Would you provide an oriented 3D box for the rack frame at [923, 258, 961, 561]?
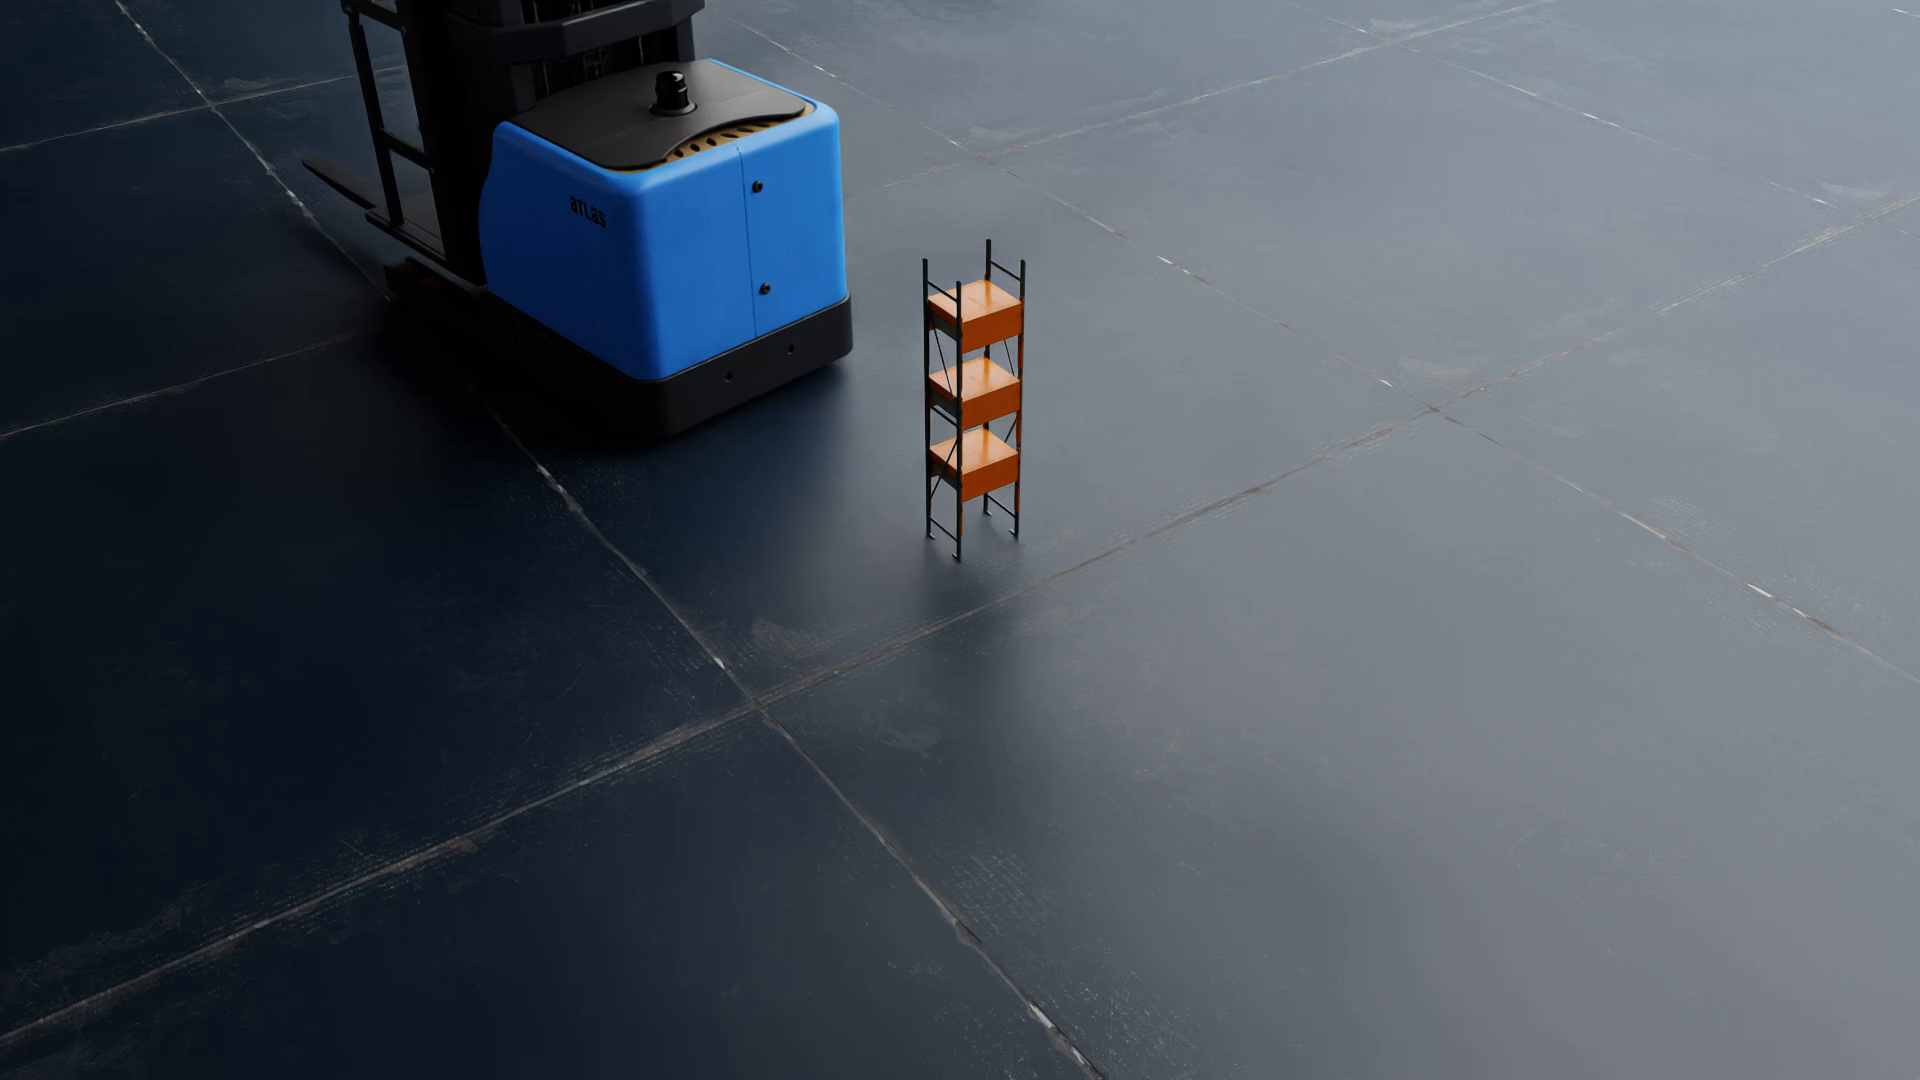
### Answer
[{"bbox_3d":[-0.056,-0.403,5.411,0.008,1.050,0.200,-22,41,-28],"label":"rack frame"}]

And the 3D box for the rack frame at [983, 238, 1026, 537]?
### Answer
[{"bbox_3d":[0.143,-0.485,5.526,0.008,1.050,0.200,-22,41,-28],"label":"rack frame"}]

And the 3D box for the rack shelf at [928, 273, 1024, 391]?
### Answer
[{"bbox_3d":[0.044,-0.666,5.309,0.240,0.259,0.215,-22,41,-28],"label":"rack shelf"}]

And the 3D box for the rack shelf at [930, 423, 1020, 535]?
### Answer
[{"bbox_3d":[0.044,-0.210,5.637,0.240,0.259,0.215,-22,41,-28],"label":"rack shelf"}]

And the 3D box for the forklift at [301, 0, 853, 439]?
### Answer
[{"bbox_3d":[-1.824,-2.323,6.470,1.130,2.935,3.031,-30,45,-35],"label":"forklift"}]

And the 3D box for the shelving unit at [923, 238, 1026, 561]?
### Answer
[{"bbox_3d":[0.044,-0.444,5.468,0.252,1.050,0.215,-22,41,-28],"label":"shelving unit"}]

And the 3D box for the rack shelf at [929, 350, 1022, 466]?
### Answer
[{"bbox_3d":[0.044,-0.436,5.475,0.240,0.259,0.215,-22,41,-28],"label":"rack shelf"}]
